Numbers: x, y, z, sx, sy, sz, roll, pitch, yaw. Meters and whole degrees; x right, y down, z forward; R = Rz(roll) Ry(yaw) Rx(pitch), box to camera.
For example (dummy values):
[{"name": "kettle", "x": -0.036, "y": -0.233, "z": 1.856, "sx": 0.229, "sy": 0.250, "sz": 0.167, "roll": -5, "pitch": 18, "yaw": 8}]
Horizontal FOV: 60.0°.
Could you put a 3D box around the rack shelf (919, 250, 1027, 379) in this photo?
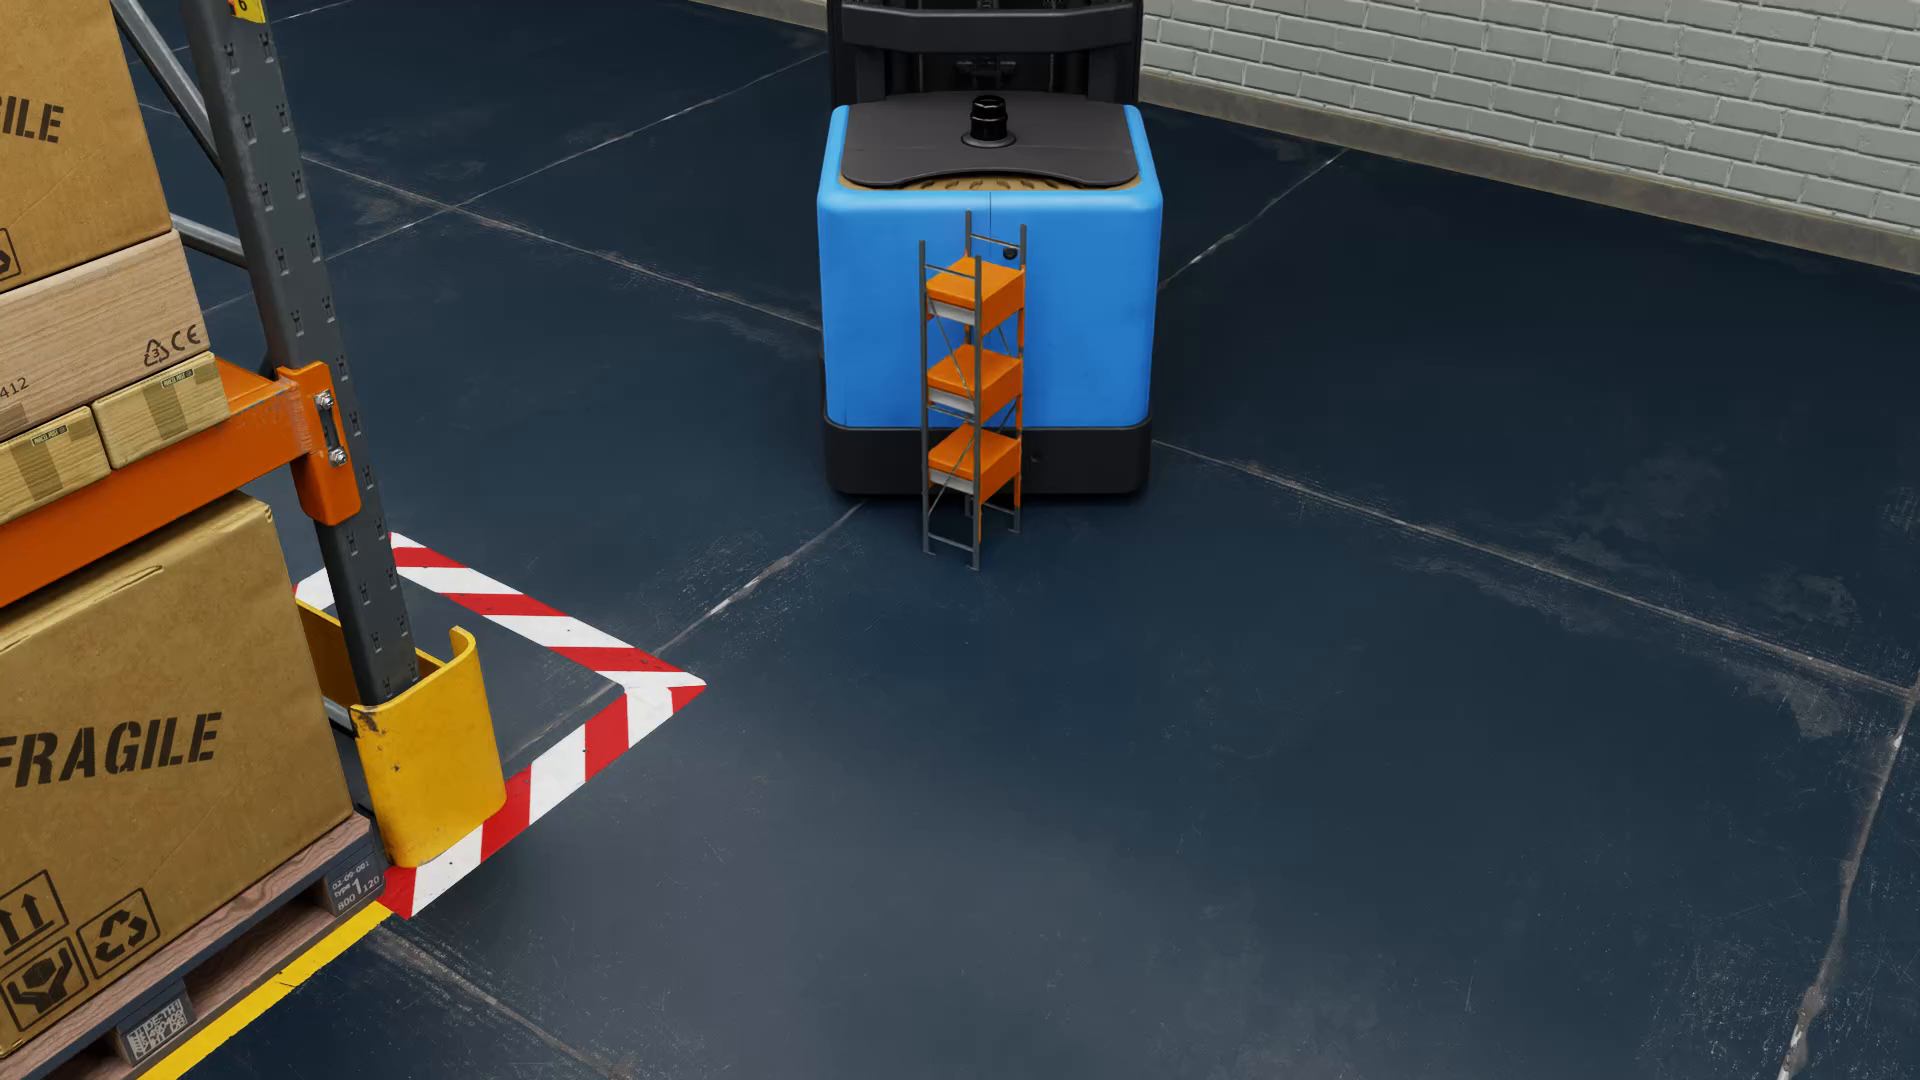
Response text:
[{"name": "rack shelf", "x": 0.037, "y": -0.651, "z": 4.789, "sx": 0.215, "sy": 0.259, "sz": 0.240, "roll": 19, "pitch": 39, "yaw": 26}]

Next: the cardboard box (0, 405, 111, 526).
[{"name": "cardboard box", "x": -1.808, "y": -0.187, "z": 3.073, "sx": 0.380, "sy": 0.149, "sz": 0.250, "roll": 22, "pitch": 40, "yaw": 29}]

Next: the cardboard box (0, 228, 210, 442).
[{"name": "cardboard box", "x": -1.787, "y": -0.434, "z": 3.082, "sx": 0.500, "sy": 0.250, "sz": 0.500, "roll": 21, "pitch": 39, "yaw": 27}]

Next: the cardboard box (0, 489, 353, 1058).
[{"name": "cardboard box", "x": -2.028, "y": 0.346, "z": 3.583, "sx": 0.875, "sy": 0.875, "sz": 0.875, "roll": 21, "pitch": 39, "yaw": 28}]

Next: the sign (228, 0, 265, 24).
[{"name": "sign", "x": -1.291, "y": -1.078, "z": 2.922, "sx": 0.100, "sy": 0.325, "sz": 0.005, "roll": 21, "pitch": 39, "yaw": 28}]

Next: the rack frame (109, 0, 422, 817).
[{"name": "rack frame", "x": -1.729, "y": -0.680, "z": 3.578, "sx": 1.000, "sy": 3.000, "sz": 0.127, "roll": 21, "pitch": 39, "yaw": 28}]

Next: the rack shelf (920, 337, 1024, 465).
[{"name": "rack shelf", "x": 0.037, "y": -0.416, "z": 4.947, "sx": 0.215, "sy": 0.259, "sz": 0.240, "roll": 19, "pitch": 39, "yaw": 26}]

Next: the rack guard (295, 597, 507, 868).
[{"name": "rack guard", "x": -1.715, "y": 0.344, "z": 4.295, "sx": 1.175, "sy": 0.500, "sz": 0.348, "roll": 21, "pitch": 39, "yaw": 28}]

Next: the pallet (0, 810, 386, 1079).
[{"name": "pallet", "x": -2.120, "y": 0.868, "z": 3.778, "sx": 1.003, "sy": 0.211, "sz": 1.213, "roll": 21, "pitch": 39, "yaw": 28}]

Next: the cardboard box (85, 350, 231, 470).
[{"name": "cardboard box", "x": -1.661, "y": -0.307, "z": 3.251, "sx": 0.380, "sy": 0.149, "sz": 0.250, "roll": 22, "pitch": 40, "yaw": 29}]

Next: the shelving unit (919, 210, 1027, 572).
[{"name": "shelving unit", "x": 0.037, "y": -0.425, "z": 4.942, "sx": 0.215, "sy": 1.050, "sz": 0.252, "roll": 19, "pitch": 39, "yaw": 26}]

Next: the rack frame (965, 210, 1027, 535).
[{"name": "rack frame", "x": 0.102, "y": -0.483, "z": 5.027, "sx": 0.200, "sy": 1.050, "sz": 0.008, "roll": 19, "pitch": 39, "yaw": 26}]

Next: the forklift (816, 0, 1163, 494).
[{"name": "forklift", "x": 0.084, "y": -2.150, "z": 5.813, "sx": 1.130, "sy": 2.935, "sz": 3.031, "roll": 0, "pitch": 34, "yaw": 0}]

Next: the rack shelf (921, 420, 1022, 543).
[{"name": "rack shelf", "x": 0.037, "y": -0.186, "z": 5.103, "sx": 0.215, "sy": 0.259, "sz": 0.240, "roll": 19, "pitch": 39, "yaw": 26}]

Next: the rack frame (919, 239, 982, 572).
[{"name": "rack frame", "x": -0.028, "y": -0.367, "z": 4.856, "sx": 0.200, "sy": 1.050, "sz": 0.008, "roll": 19, "pitch": 39, "yaw": 26}]

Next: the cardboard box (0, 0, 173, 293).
[{"name": "cardboard box", "x": -1.791, "y": -0.744, "z": 2.871, "sx": 0.500, "sy": 0.500, "sz": 0.500, "roll": 22, "pitch": 40, "yaw": 29}]

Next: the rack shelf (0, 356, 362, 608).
[{"name": "rack shelf", "x": -2.869, "y": 0.538, "z": 2.419, "sx": 1.077, "sy": 0.370, "sz": 4.000, "roll": 21, "pitch": 39, "yaw": 28}]
